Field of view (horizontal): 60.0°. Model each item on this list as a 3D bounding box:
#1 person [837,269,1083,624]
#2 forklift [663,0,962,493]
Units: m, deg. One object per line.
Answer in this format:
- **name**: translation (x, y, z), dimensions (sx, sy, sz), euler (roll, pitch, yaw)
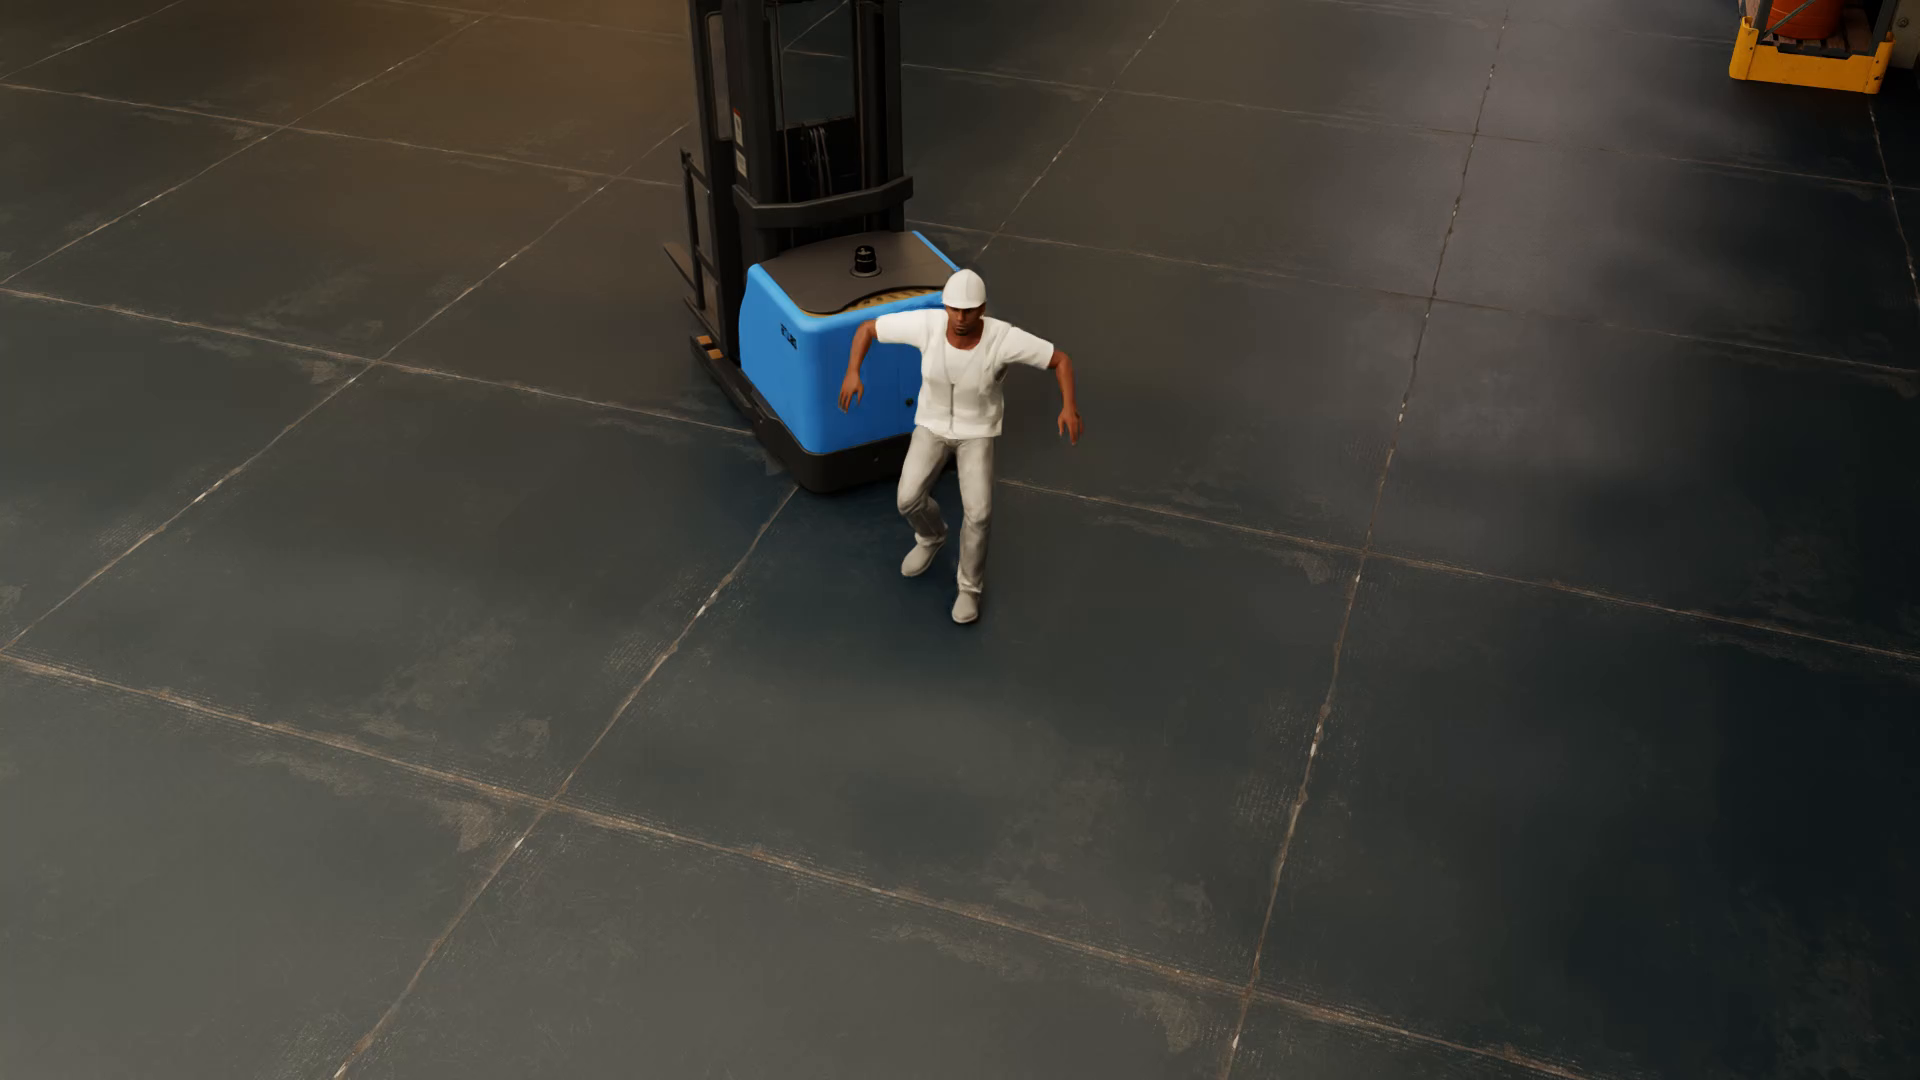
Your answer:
- **person**: translation (-0.013, -0.450, 7.894), dimensions (1.176, 1.617, 0.800), euler (8, 36, 10)
- **forklift**: translation (-0.992, -2.285, 9.334), dimensions (1.130, 2.935, 3.031), euler (-16, 38, -21)
